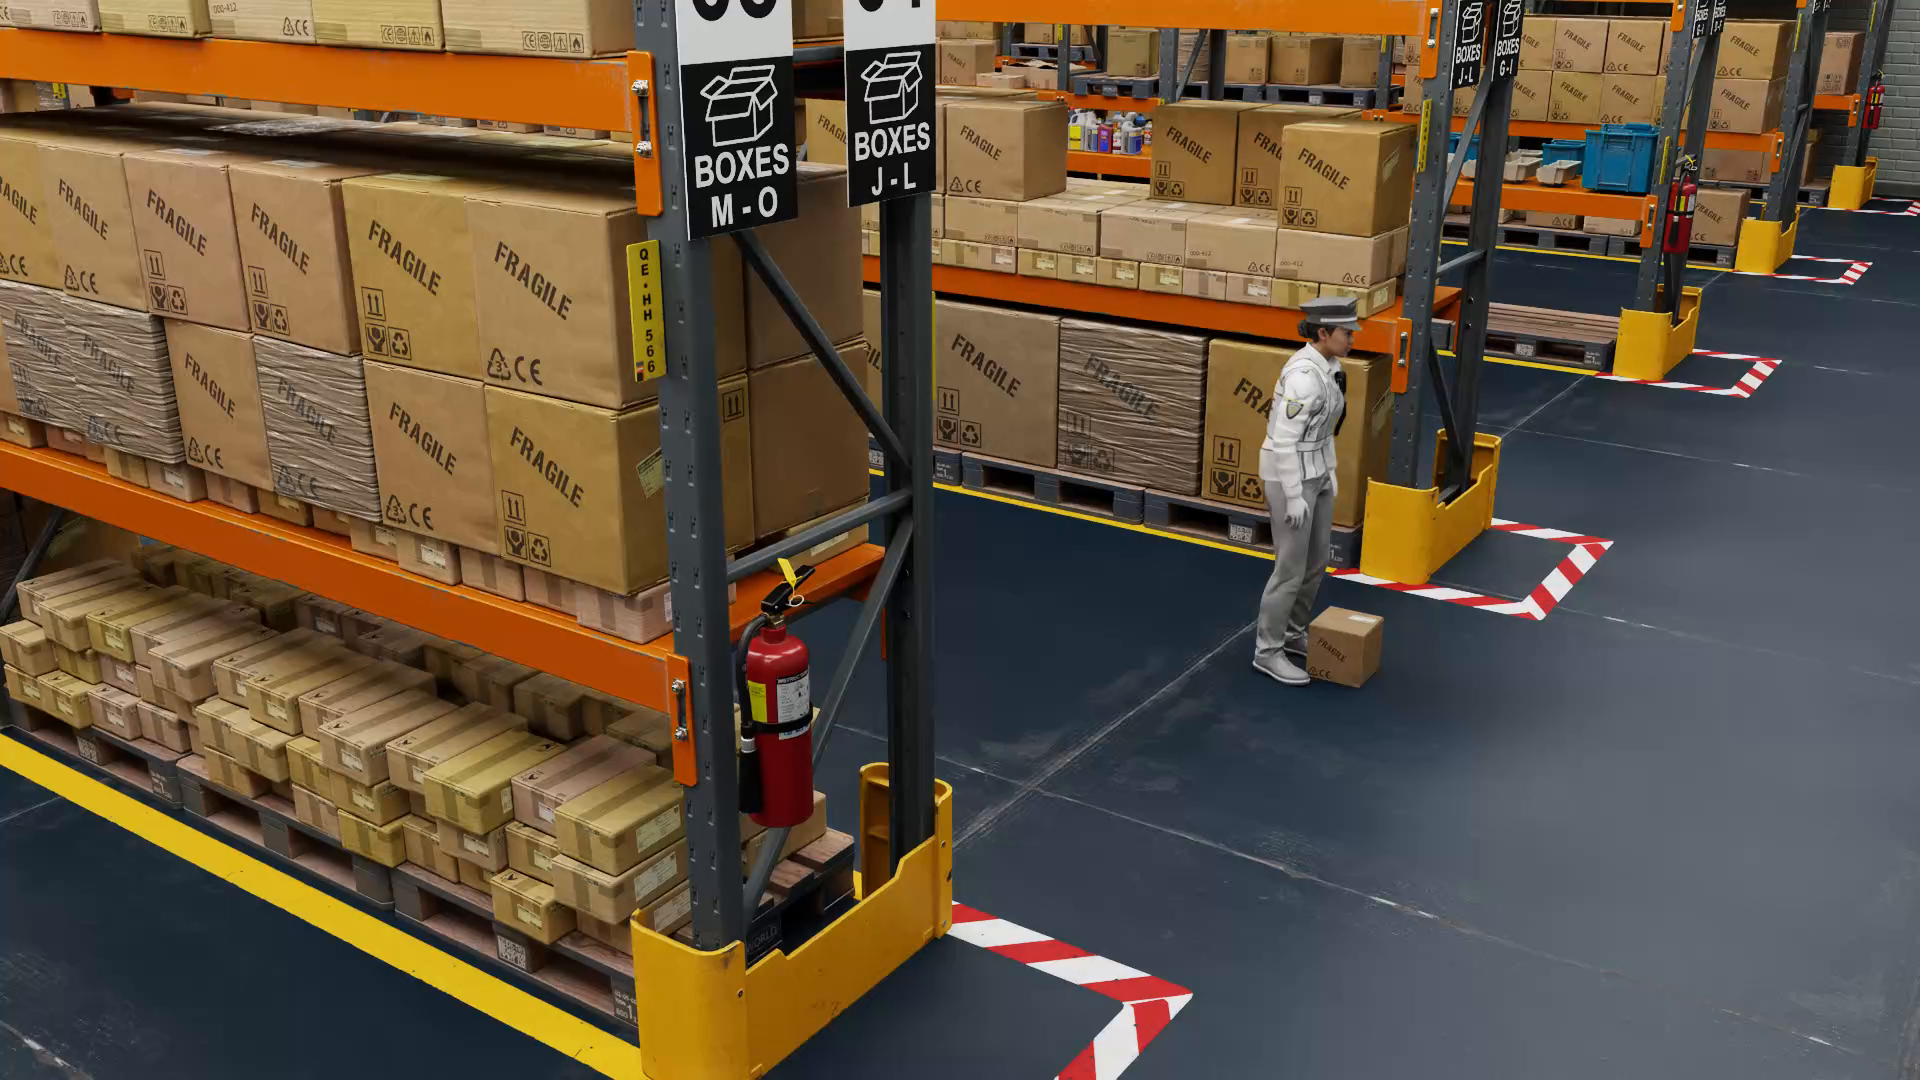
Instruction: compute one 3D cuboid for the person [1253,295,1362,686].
[{"bbox_3d":[1.500,-0.241,7.227,0.369,1.667,0.547,12,23,29],"label":"person"}]
